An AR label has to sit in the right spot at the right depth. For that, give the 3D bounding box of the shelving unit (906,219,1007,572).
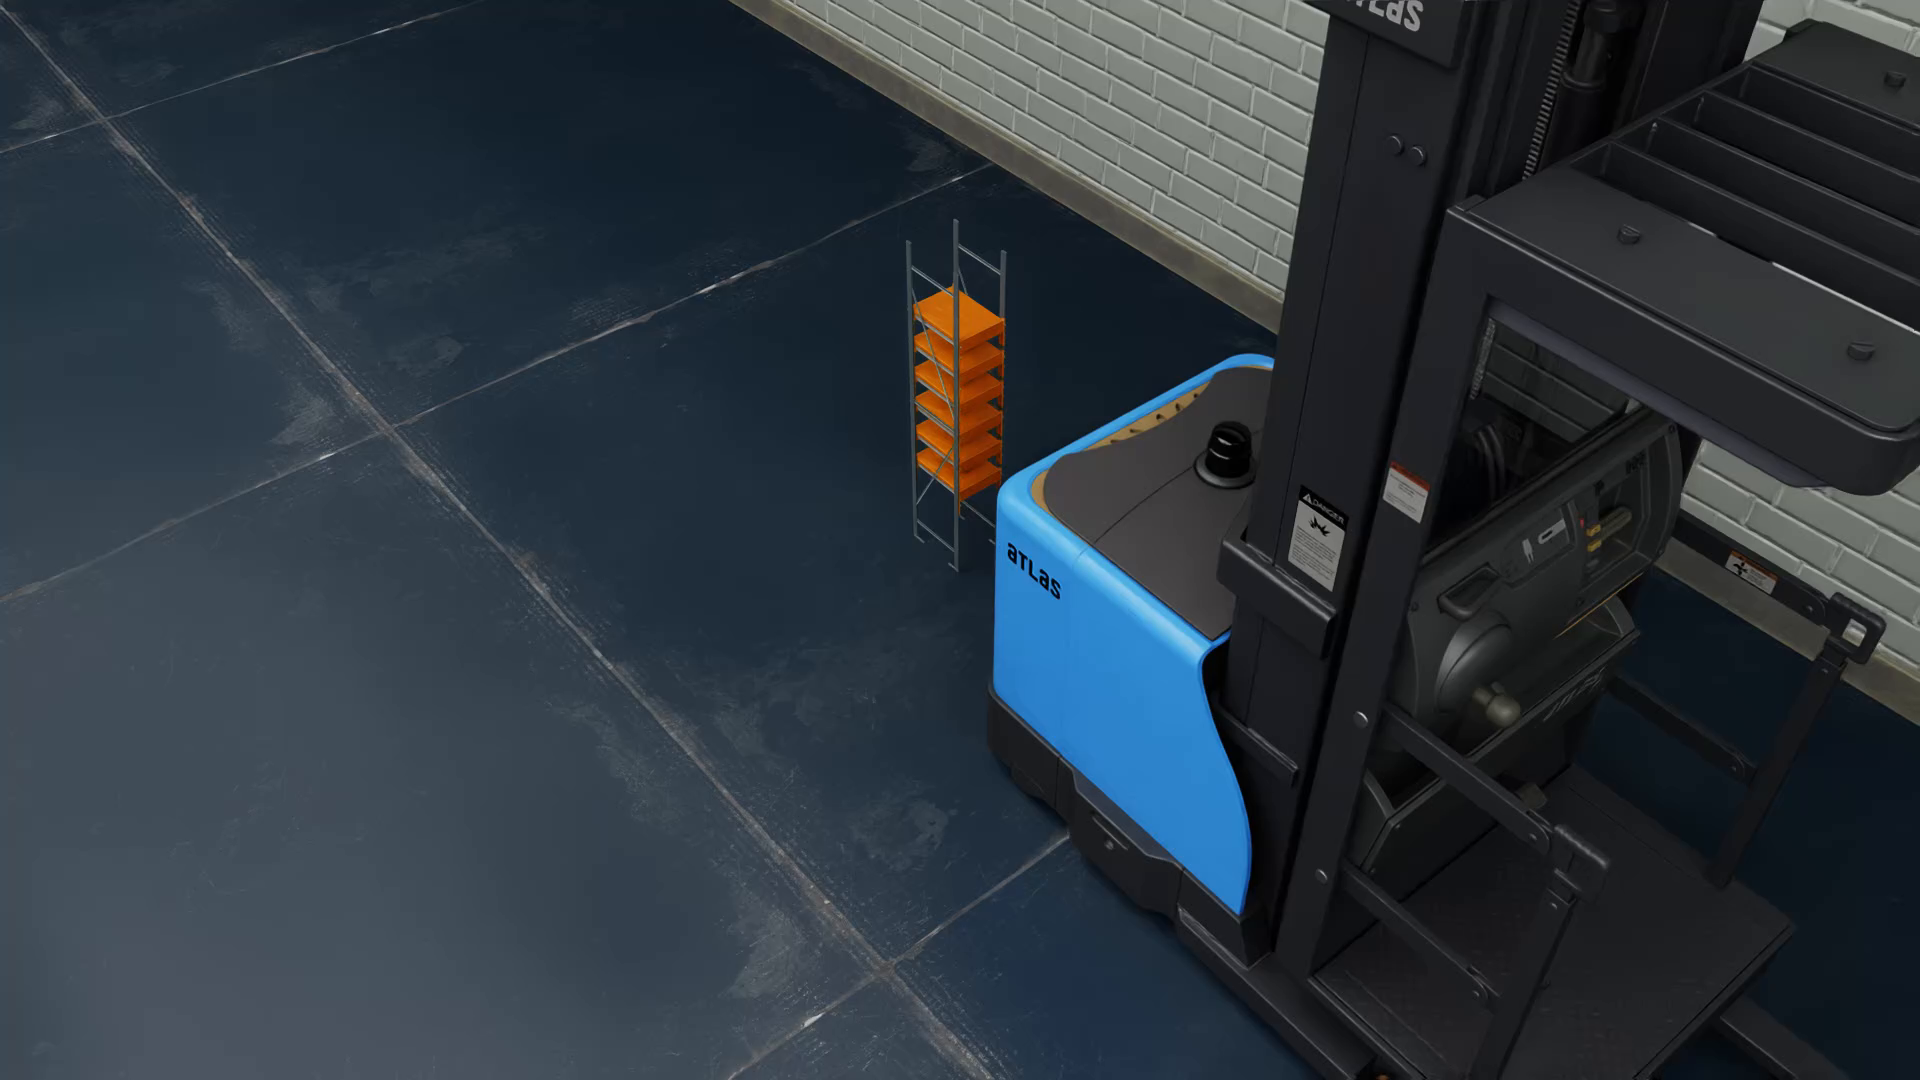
[{"bbox_3d":[-0.011,-0.431,5.332,0.189,1.200,0.258,-30,51,-28],"label":"shelving unit"}]

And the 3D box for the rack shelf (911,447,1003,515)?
[{"bbox_3d":[-0.011,-0.224,5.527,0.180,0.103,0.258,-30,51,-28],"label":"rack shelf"}]

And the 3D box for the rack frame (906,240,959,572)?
[{"bbox_3d":[-0.081,-0.391,5.290,0.006,1.200,0.240,-30,51,-28],"label":"rack frame"}]

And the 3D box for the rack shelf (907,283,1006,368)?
[{"bbox_3d":[-0.011,-0.661,5.116,0.180,0.103,0.258,-30,51,-28],"label":"rack shelf"}]

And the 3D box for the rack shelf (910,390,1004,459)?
[{"bbox_3d":[-0.011,-0.399,5.363,0.180,0.103,0.258,-30,51,-28],"label":"rack shelf"}]

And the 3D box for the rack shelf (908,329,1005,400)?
[{"bbox_3d":[-0.011,-0.574,5.199,0.180,0.103,0.258,-30,51,-28],"label":"rack shelf"}]

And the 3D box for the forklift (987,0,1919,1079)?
[{"bbox_3d":[1.398,0.144,3.455,1.130,2.935,3.031,-29,50,-27],"label":"forklift"}]

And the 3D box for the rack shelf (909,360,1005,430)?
[{"bbox_3d":[-0.011,-0.486,5.281,0.180,0.103,0.258,-30,51,-28],"label":"rack shelf"}]

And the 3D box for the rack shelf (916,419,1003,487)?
[{"bbox_3d":[-0.011,-0.311,5.445,0.180,0.103,0.258,-30,51,-28],"label":"rack shelf"}]

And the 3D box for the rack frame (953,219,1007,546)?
[{"bbox_3d":[0.059,-0.471,5.375,0.006,1.200,0.240,-30,51,-28],"label":"rack frame"}]
